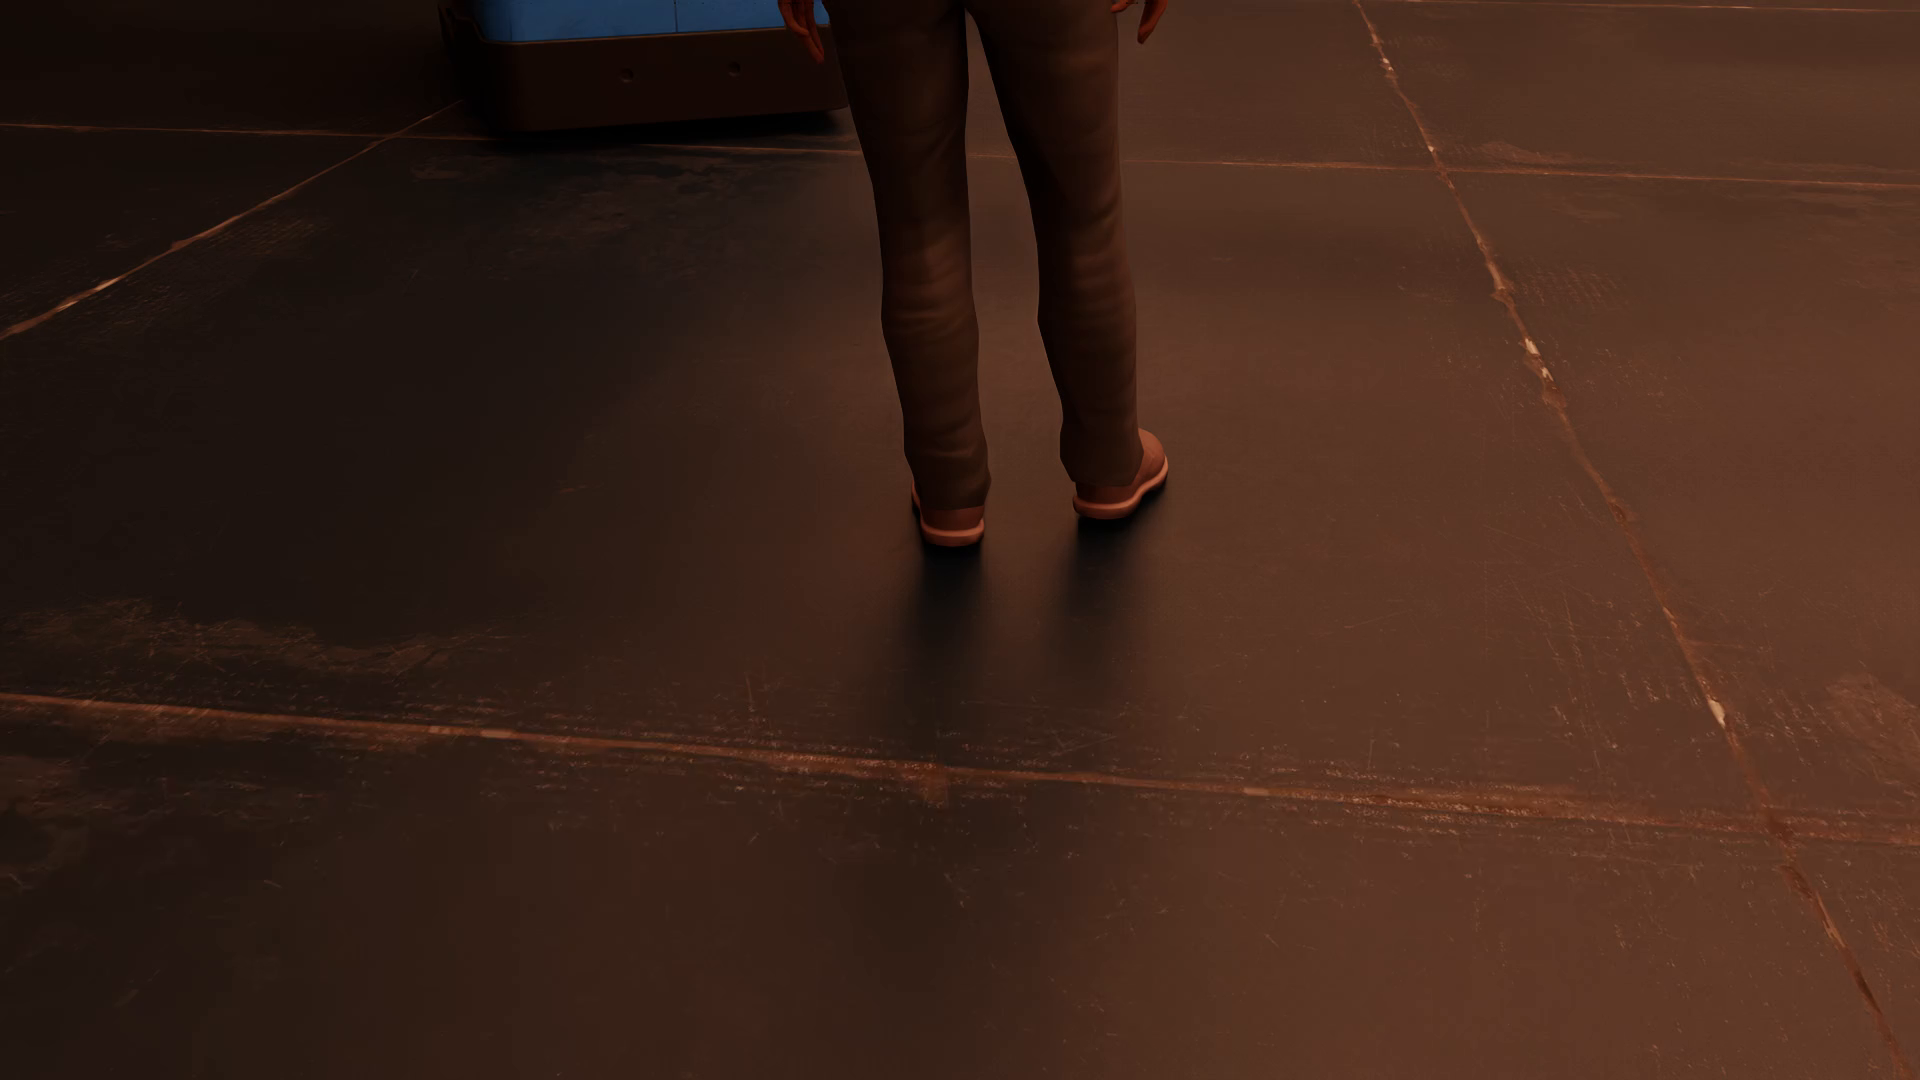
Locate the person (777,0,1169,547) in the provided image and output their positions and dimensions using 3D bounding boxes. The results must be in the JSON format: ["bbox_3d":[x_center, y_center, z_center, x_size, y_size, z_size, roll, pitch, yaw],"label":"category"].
[{"bbox_3d":[0.031,-0.779,2.206,0.570,1.644,0.503,3,27,7],"label":"person"}]

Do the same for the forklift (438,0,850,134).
[{"bbox_3d":[-1.276,-3.077,5.385,1.130,2.935,3.031,-9,28,-17],"label":"forklift"}]
